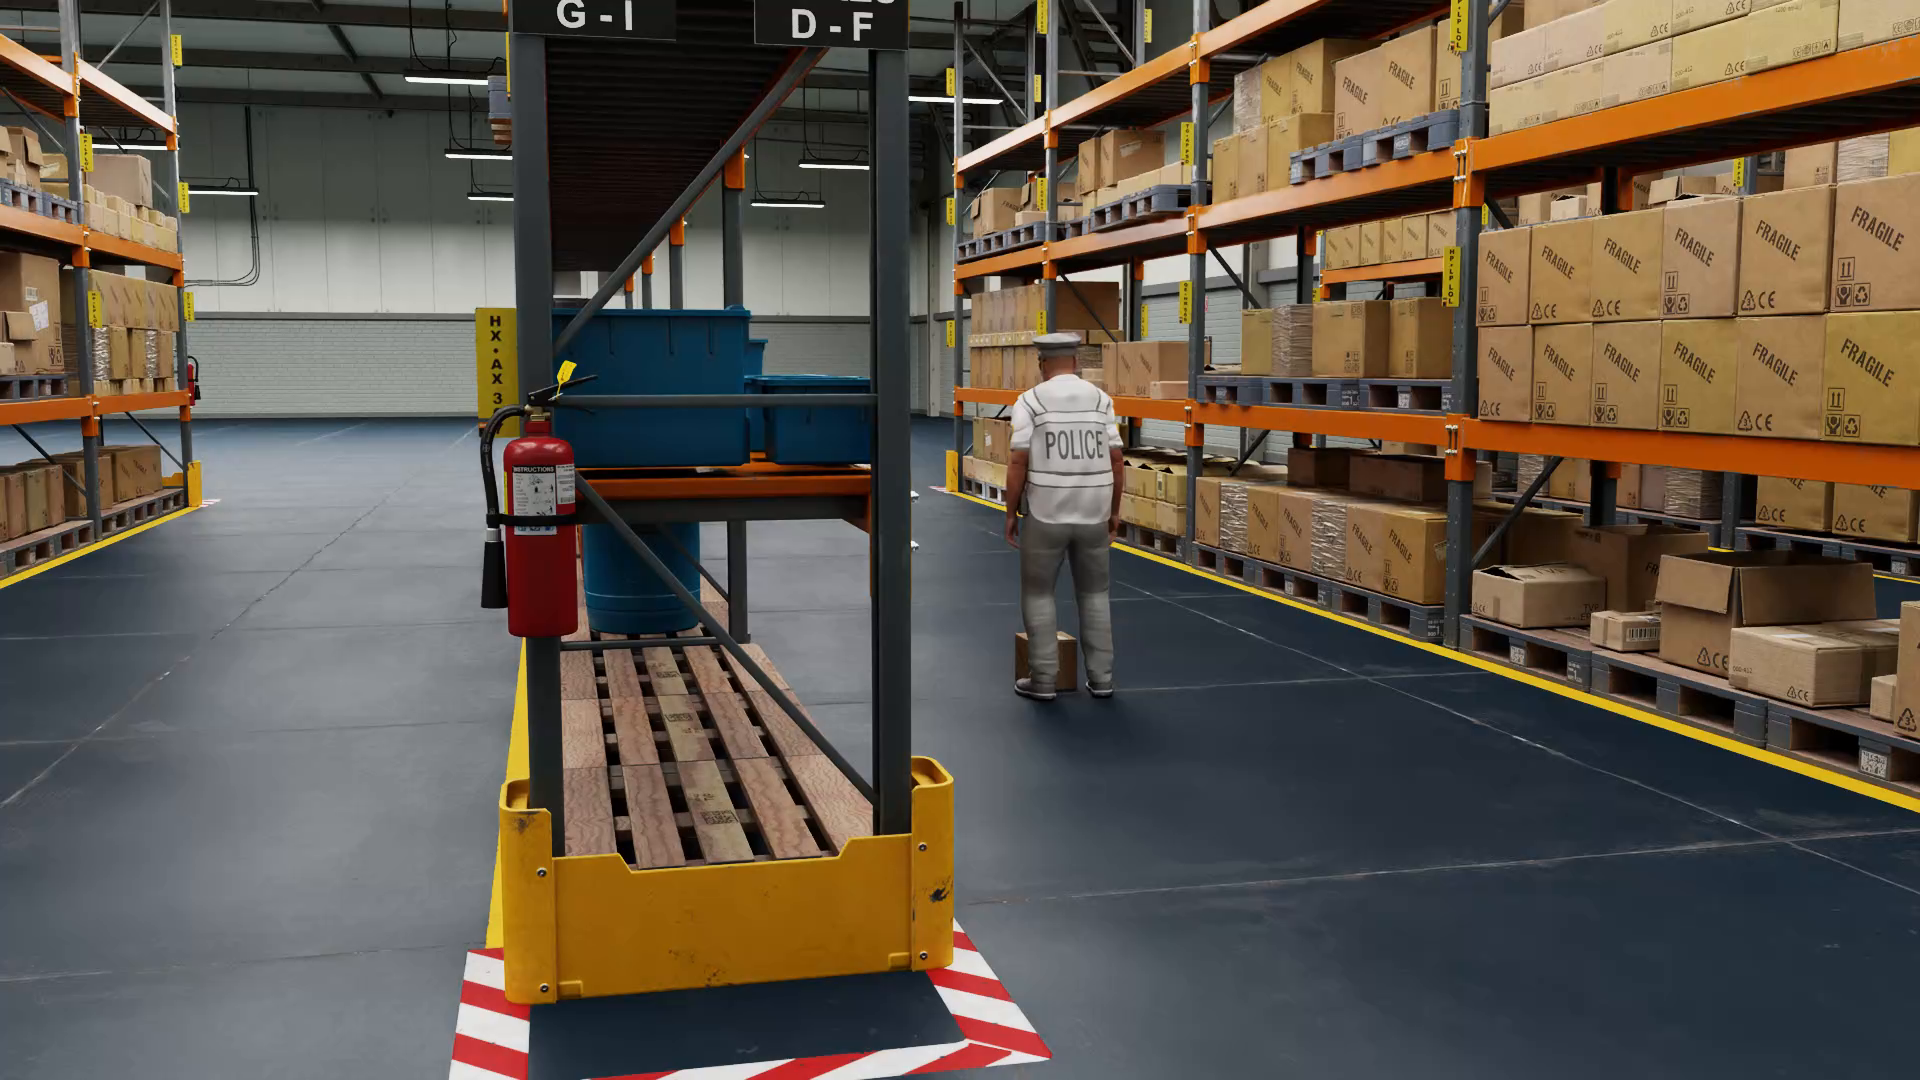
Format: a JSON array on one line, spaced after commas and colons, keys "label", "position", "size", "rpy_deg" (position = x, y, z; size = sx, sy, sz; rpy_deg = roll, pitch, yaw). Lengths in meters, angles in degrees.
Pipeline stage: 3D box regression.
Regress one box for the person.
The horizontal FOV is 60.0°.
[{"label": "person", "position": [0.504, -0.114, 7.978], "size": [0.585, 1.749, 0.434], "rpy_deg": [-1, 6, -13]}]
